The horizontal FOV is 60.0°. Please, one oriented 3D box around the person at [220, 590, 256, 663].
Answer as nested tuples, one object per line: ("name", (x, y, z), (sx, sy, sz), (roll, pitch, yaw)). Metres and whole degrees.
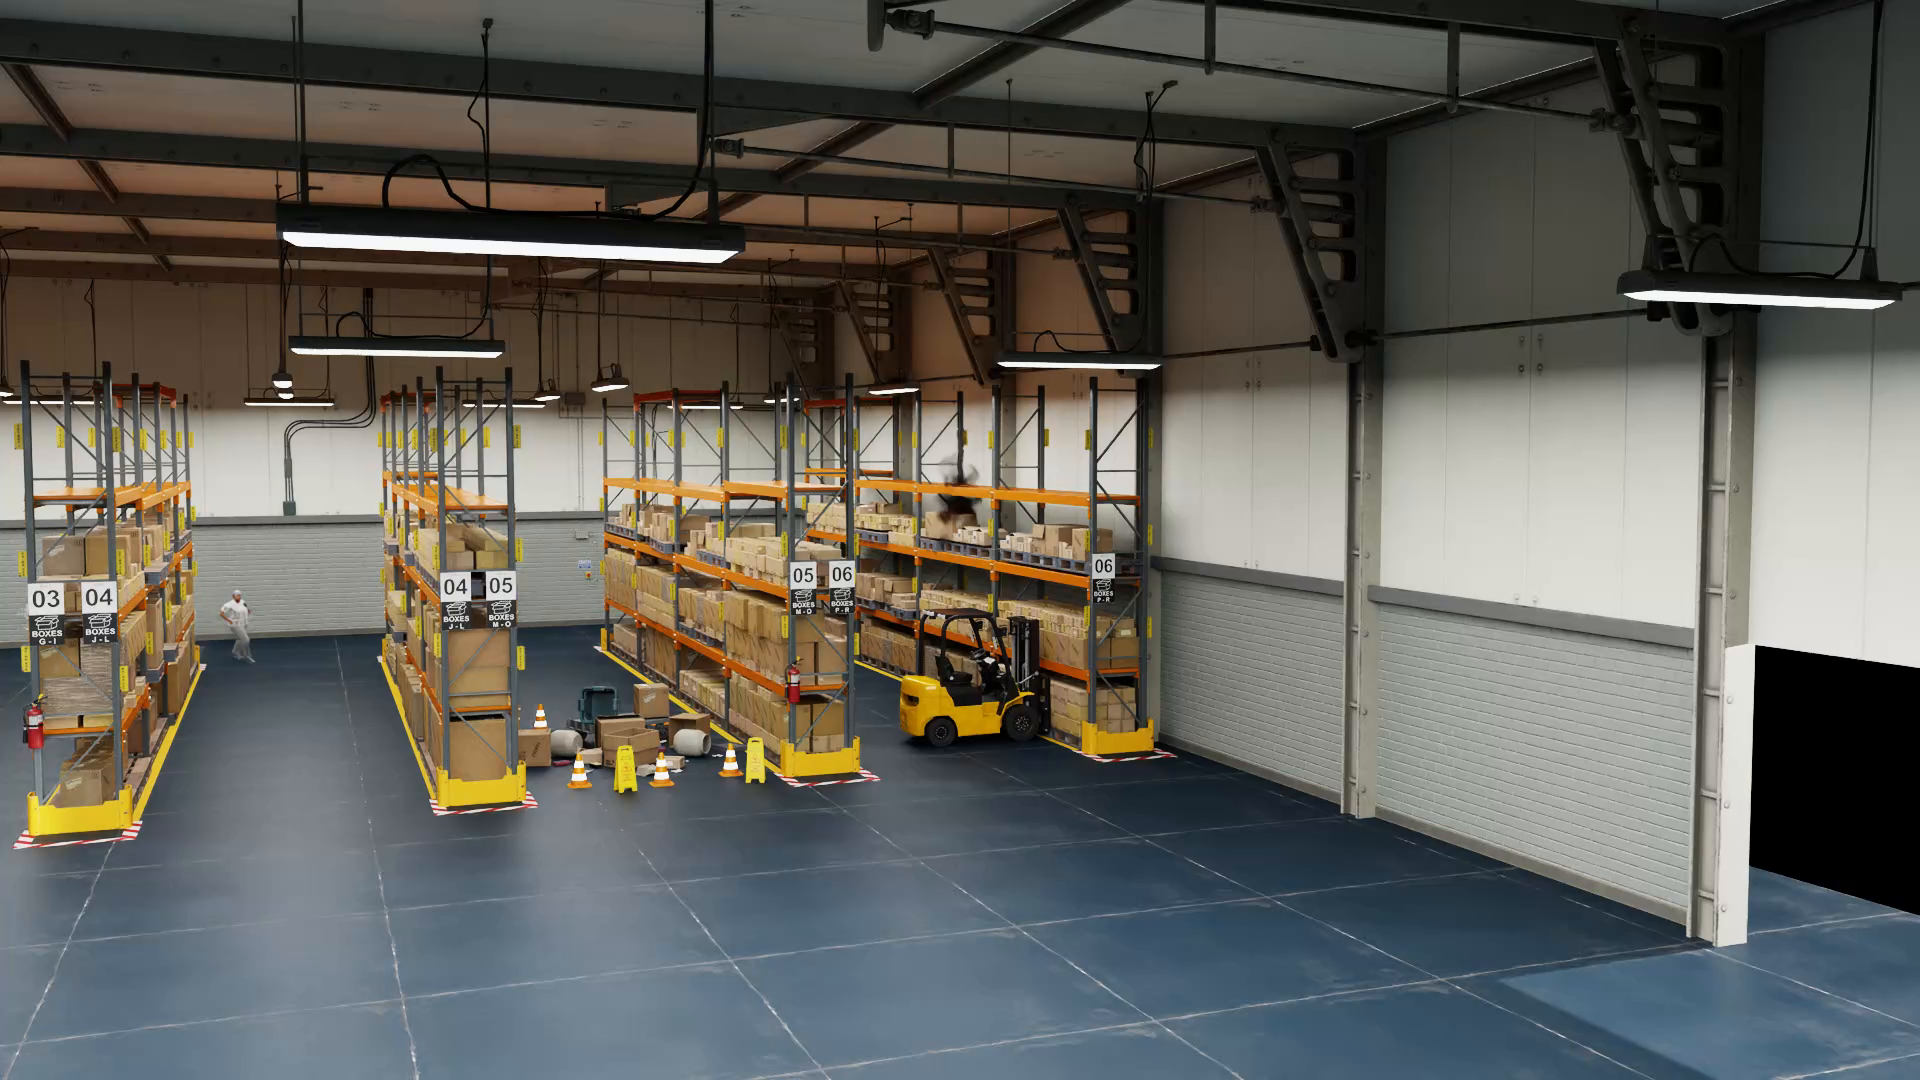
("person", (-16.219, 1.955, 37.323), (0.710, 1.696, 0.637), (1, 4, 14))
